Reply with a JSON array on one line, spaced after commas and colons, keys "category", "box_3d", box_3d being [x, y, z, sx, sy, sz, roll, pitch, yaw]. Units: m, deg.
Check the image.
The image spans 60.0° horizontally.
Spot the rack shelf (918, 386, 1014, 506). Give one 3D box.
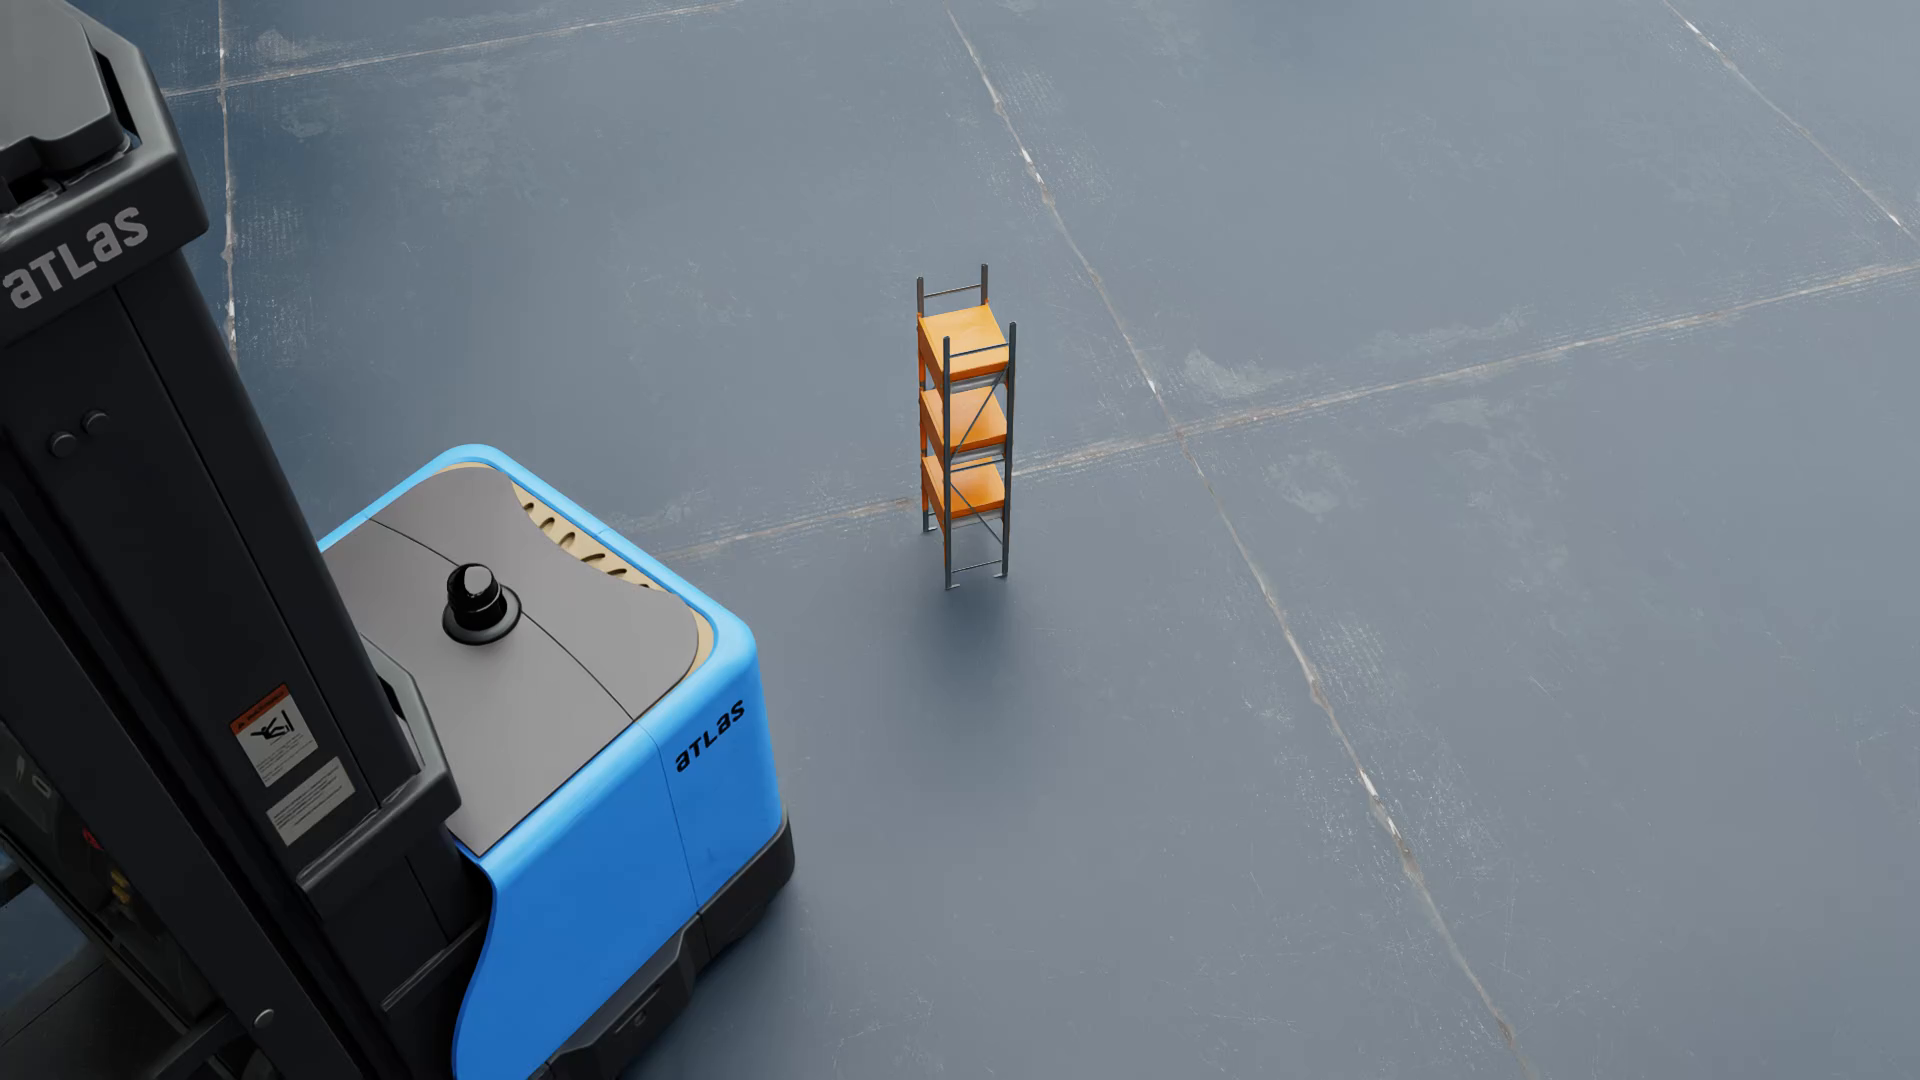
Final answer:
[{"category": "rack shelf", "box_3d": [0.016, -0.292, 4.824, 0.215, 0.259, 0.240, -13, 51, -11]}]

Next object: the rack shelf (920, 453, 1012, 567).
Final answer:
[{"category": "rack shelf", "box_3d": [0.016, -0.113, 5.036, 0.215, 0.259, 0.240, -13, 51, -11]}]

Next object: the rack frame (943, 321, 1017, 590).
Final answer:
[{"category": "rack frame", "box_3d": [0.052, -0.210, 4.741, 0.200, 1.050, 0.008, -13, 51, -11]}]

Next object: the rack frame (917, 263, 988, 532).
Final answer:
[{"category": "rack frame", "box_3d": [-0.020, -0.388, 4.891, 0.200, 1.050, 0.008, -13, 51, -11]}]

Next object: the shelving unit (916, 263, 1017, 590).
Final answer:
[{"category": "shelving unit", "box_3d": [0.016, -0.299, 4.816, 0.215, 1.050, 0.252, -13, 51, -11]}]

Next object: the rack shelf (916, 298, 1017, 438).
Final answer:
[{"category": "rack shelf", "box_3d": [0.016, -0.475, 4.607, 0.215, 0.259, 0.240, -13, 51, -11]}]

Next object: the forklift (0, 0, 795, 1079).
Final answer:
[{"category": "forklift", "box_3d": [-1.762, 0.592, 2.834, 1.130, 2.935, 3.031, 32, 57, 24]}]
